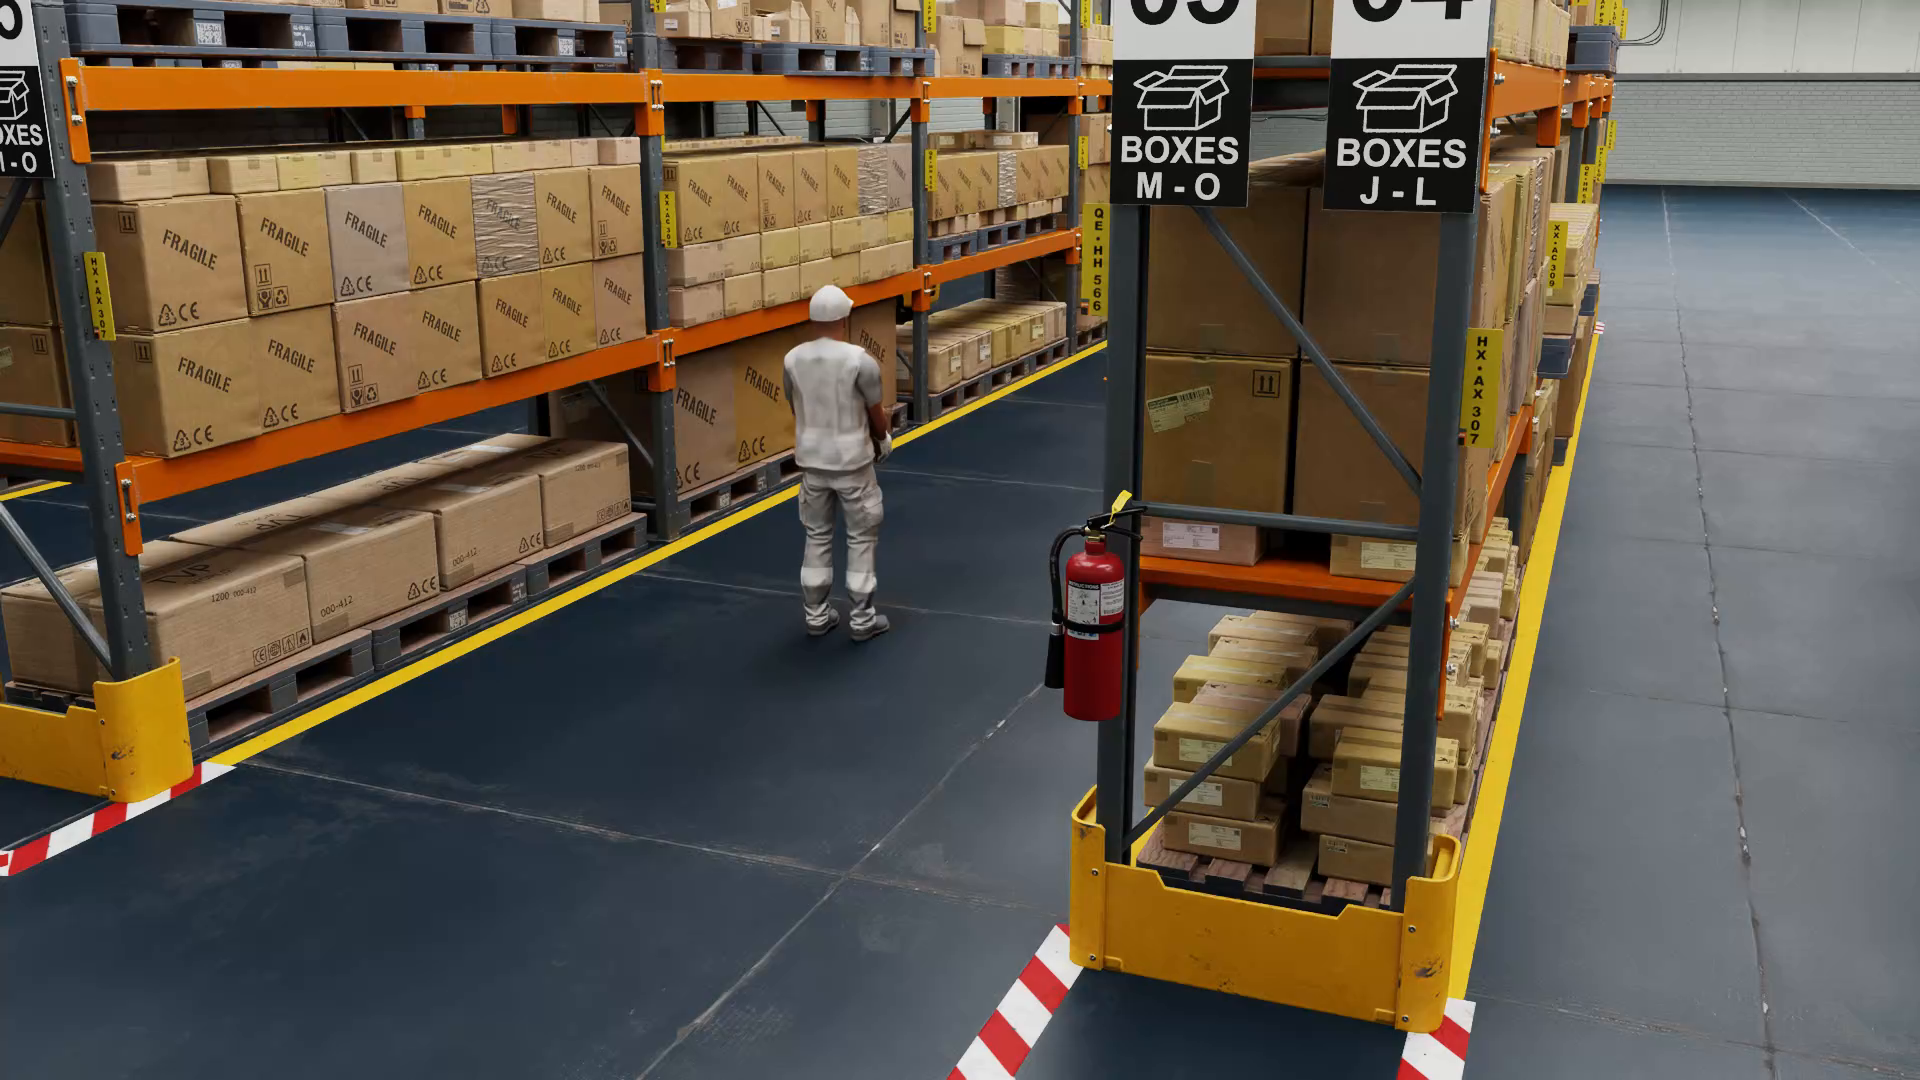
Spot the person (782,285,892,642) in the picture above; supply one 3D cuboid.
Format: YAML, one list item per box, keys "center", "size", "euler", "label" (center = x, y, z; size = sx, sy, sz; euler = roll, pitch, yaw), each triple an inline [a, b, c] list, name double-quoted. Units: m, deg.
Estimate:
- center: [-0.595, -0.401, 8.438]
  size: [0.524, 1.794, 0.529]
  euler: [6, 16, 20]
  label: "person"
